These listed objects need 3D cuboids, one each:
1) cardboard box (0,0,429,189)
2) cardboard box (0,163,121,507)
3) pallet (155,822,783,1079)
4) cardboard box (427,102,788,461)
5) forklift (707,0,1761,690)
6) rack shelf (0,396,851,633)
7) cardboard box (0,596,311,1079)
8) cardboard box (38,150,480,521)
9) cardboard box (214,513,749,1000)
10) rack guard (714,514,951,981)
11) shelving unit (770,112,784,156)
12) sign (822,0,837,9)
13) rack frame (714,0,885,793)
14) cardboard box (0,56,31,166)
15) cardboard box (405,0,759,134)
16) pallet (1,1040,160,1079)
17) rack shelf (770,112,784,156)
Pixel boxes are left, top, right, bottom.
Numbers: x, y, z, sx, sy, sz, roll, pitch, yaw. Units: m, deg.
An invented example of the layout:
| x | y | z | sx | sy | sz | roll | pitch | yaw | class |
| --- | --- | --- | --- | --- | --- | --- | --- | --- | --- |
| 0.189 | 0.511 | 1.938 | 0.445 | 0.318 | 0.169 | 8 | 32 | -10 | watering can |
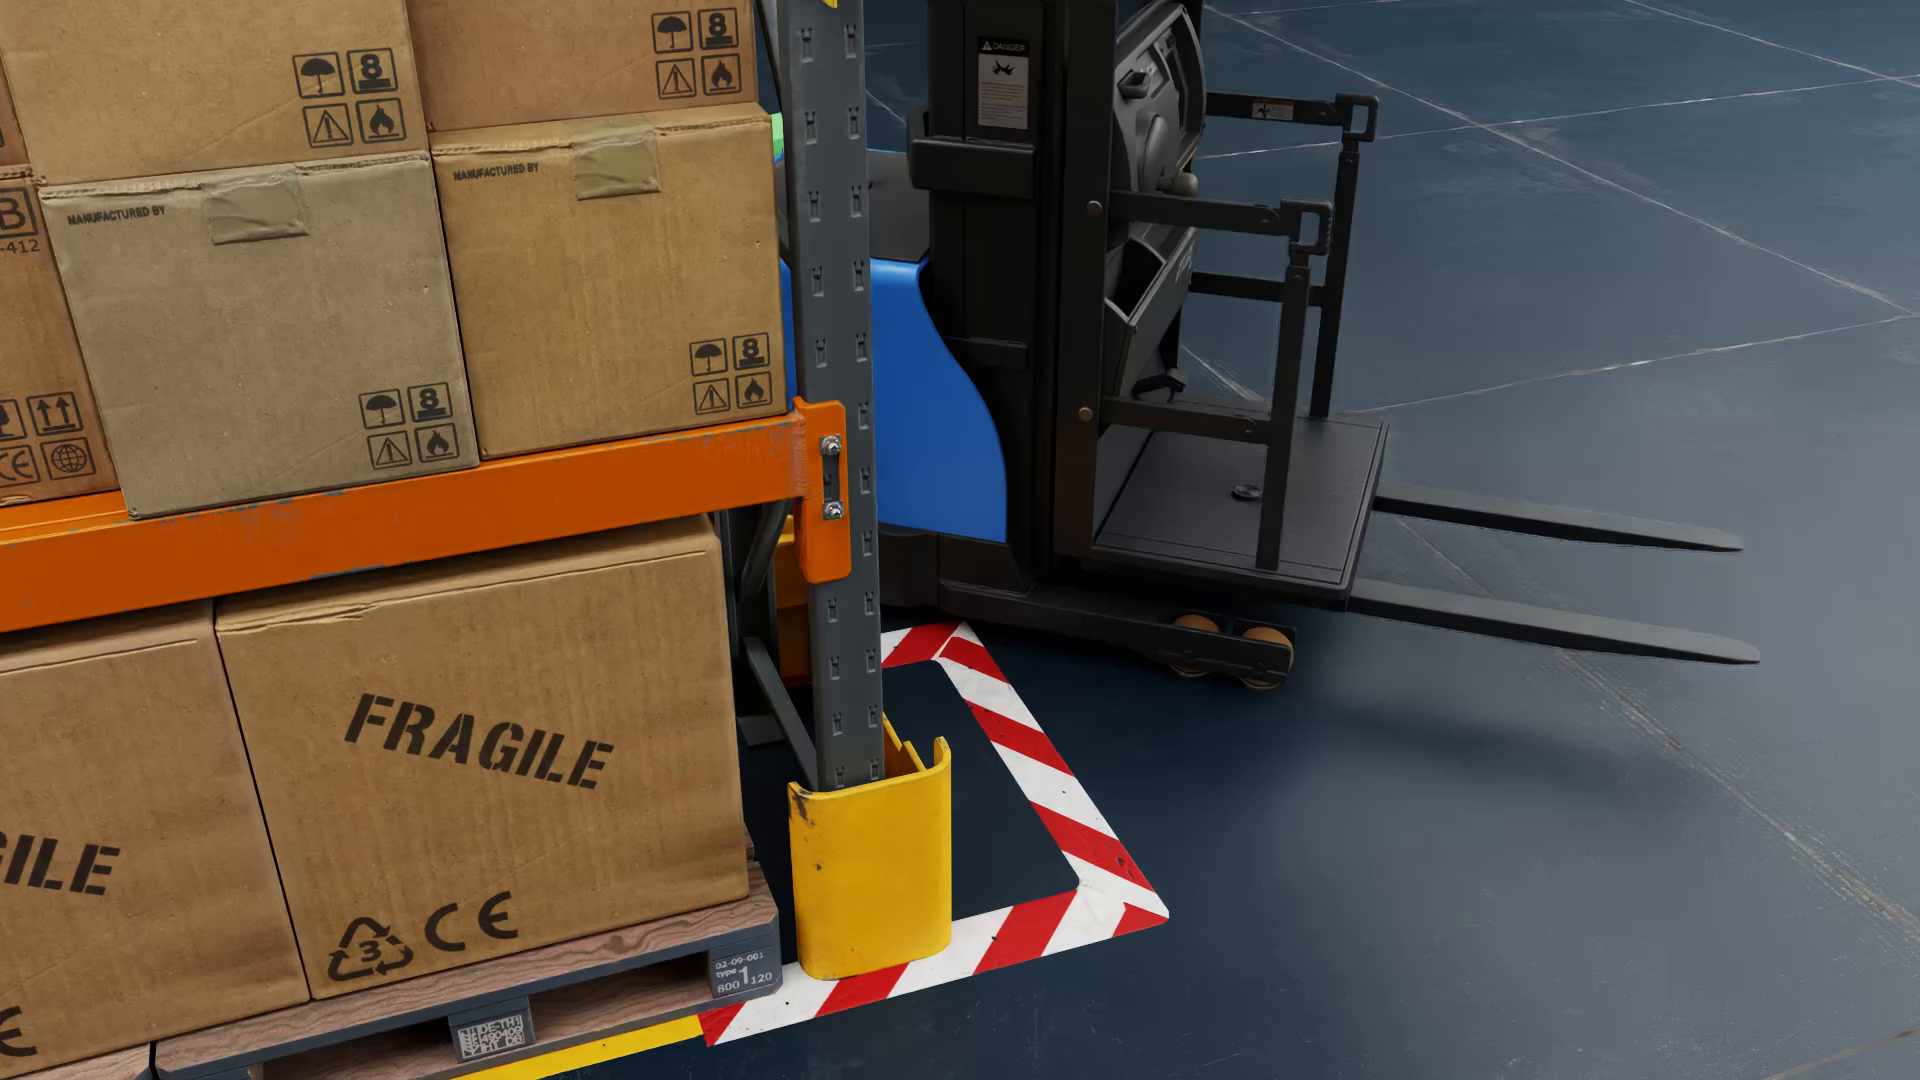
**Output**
| x | y | z | sx | sy | sz | roll | pitch | yaw | class |
| --- | --- | --- | --- | --- | --- | --- | --- | --- | --- |
| -1.232 | -0.991 | 2.716 | 0.550 | 0.550 | 0.875 | -10 | 31 | -18 | cardboard box |
| -1.796 | -0.477 | 2.905 | 0.550 | 0.550 | 0.875 | -10 | 31 | -18 | cardboard box |
| -1.109 | 0.746 | 3.728 | 1.213 | 0.211 | 1.003 | -10 | 31 | -18 | pallet |
| -0.719 | -0.620 | 3.157 | 0.550 | 0.550 | 0.875 | -10 | 31 | -18 | cardboard box |
| 0.718 | -1.163 | 4.330 | 3.031 | 2.935 | 1.130 | 9 | 31 | 16 | forklift |
| -2.262 | 0.018 | 2.915 | 4.000 | 0.370 | 1.077 | -10 | 31 | -18 | rack shelf |
| -1.824 | 0.401 | 3.238 | 0.875 | 0.875 | 0.875 | -11 | 31 | -18 | cardboard box |
| -1.227 | -0.515 | 2.972 | 0.550 | 0.550 | 0.875 | -10 | 31 | -18 | cardboard box |
| -1.000 | 0.248 | 3.506 | 0.875 | 0.875 | 0.875 | -10 | 31 | -17 | cardboard box |
| -0.365 | 0.442 | 3.969 | 0.348 | 0.500 | 1.175 | -10 | 31 | -18 | rack guard |
| -0.663 | -0.908 | 5.632 | 0.503 | 1.200 | 0.258 | -26 | 39 | -38 | shelving unit |
| -0.211 | -0.992 | 2.552 | 0.005 | 0.325 | 0.100 | -10 | 31 | -18 | sign |
| -0.387 | -0.640 | 3.343 | 0.127 | 3.000 | 1.000 | -10 | 31 | -18 | rack frame |
| -1.804 | -0.957 | 2.657 | 0.550 | 0.550 | 0.875 | -10 | 31 | -18 | cardboard box |
| -0.749 | -1.128 | 2.958 | 0.550 | 0.550 | 0.875 | -10 | 31 | -18 | cardboard box |
| -2.251 | 0.955 | 3.361 | 1.213 | 0.211 | 1.003 | -10 | 31 | -18 | pallet |
| -0.663 | -1.270 | 5.426 | 0.480 | 0.148 | 0.258 | -26 | 39 | -38 | rack shelf |
